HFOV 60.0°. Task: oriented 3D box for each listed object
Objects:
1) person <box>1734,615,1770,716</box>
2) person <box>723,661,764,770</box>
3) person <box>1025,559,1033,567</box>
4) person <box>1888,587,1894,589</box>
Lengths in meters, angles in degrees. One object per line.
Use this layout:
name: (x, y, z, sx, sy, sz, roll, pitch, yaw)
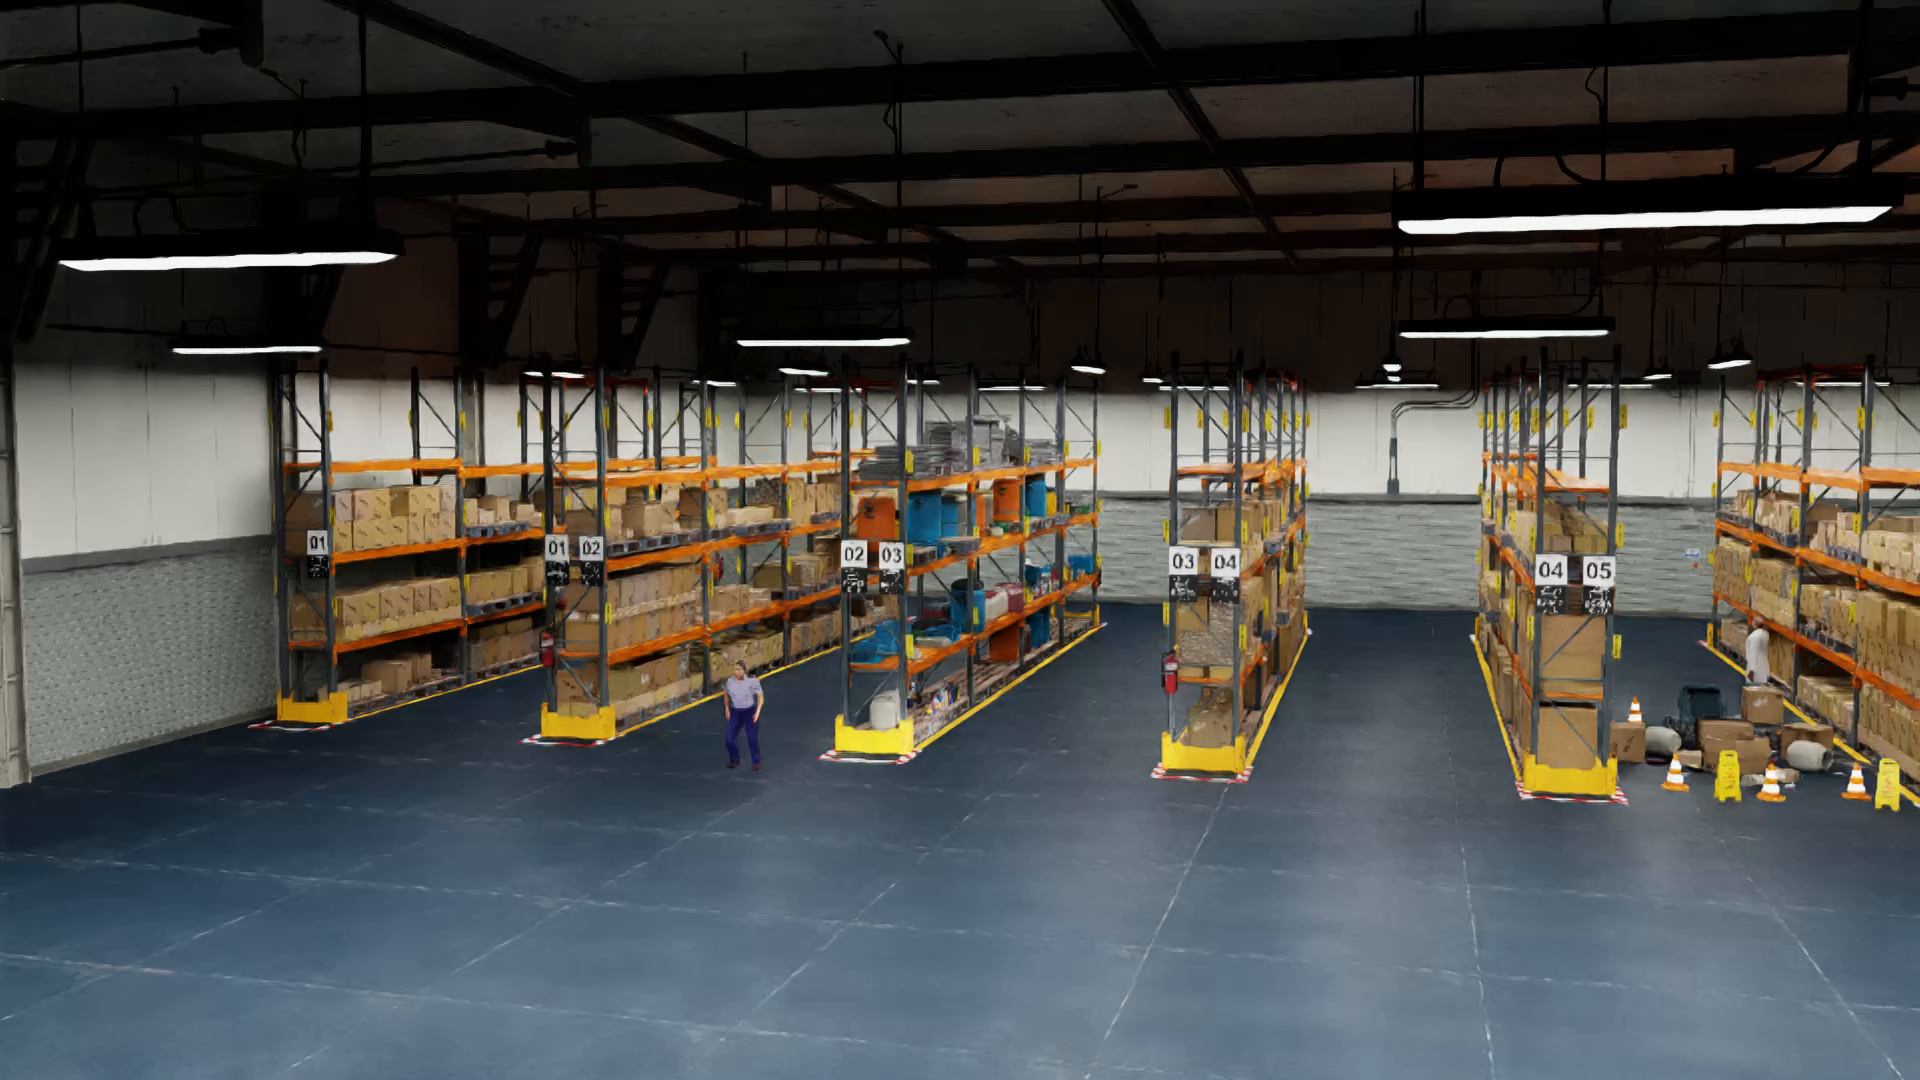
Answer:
person: (13.068, 2.127, 27.403, 0.553, 1.781, 0.631, 4, 6, 44)
person: (-3.100, 2.509, 23.818, 0.625, 1.581, 0.517, 1, 4, 13)
person: (1.615, 1.304, 39.331, 0.553, 1.723, 1.030, 2, 4, 24)
person: (20.948, 1.481, 37.469, 0.677, 1.658, 0.496, -1, 4, -13)
